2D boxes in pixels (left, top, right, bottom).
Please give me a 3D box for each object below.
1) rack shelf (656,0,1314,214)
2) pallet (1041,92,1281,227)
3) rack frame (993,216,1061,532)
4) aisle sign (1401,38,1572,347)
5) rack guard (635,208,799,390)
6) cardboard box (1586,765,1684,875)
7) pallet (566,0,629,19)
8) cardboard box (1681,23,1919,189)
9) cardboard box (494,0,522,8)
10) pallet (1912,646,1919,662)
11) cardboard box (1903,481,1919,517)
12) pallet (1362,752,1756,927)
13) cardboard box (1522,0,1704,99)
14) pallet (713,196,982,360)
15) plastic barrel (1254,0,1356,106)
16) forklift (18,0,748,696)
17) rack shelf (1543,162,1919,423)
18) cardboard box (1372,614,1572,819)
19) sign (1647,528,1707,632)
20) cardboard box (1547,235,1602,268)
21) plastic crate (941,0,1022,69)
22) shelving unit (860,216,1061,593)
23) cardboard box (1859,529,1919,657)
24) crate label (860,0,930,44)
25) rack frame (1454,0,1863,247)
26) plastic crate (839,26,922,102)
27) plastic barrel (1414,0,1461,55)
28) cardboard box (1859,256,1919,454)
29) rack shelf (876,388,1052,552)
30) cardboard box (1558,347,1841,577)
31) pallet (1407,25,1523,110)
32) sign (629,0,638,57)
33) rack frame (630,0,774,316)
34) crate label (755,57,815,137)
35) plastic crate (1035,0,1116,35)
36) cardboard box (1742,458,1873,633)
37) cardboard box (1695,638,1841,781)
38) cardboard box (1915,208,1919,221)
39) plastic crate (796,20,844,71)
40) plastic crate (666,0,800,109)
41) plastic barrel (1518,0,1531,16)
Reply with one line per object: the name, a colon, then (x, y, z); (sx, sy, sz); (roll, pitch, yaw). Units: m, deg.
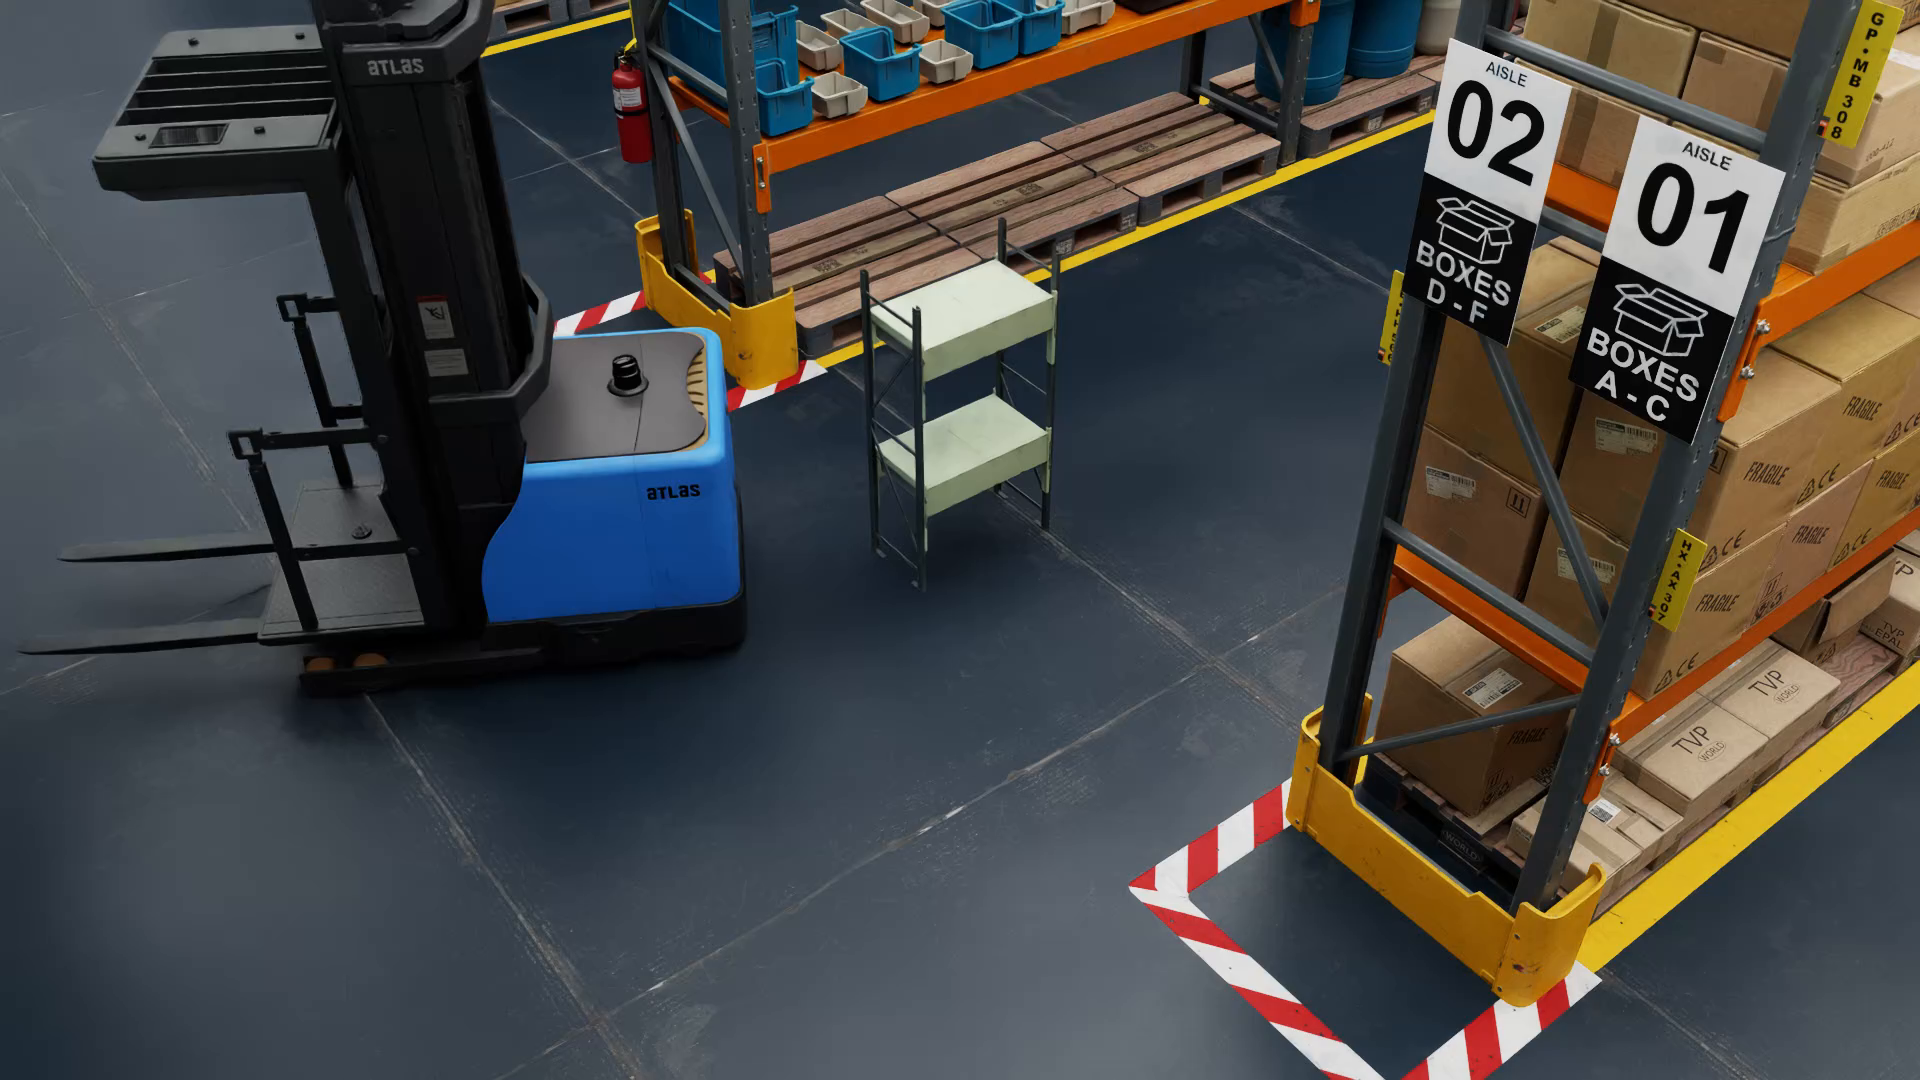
rack shelf: (0.260, -2.810, 9.512); (4.000, 0.370, 1.077); (-26, 46, -28)
pallet: (1.286, -2.480, 10.740); (1.213, 0.211, 1.003); (-26, 46, -28)
rack frame: (0.295, -0.724, 7.583); (0.023, 1.500, 0.400); (-26, 46, -28)
aisle sign: (1.448, -0.956, 4.634); (0.004, 0.787, 0.394); (-26, 46, -28)
rack guard: (-1.337, -1.333, 9.115); (0.348, 0.500, 1.175); (-26, 46, -28)
cardboard box: (2.429, 1.016, 6.166); (0.250, 0.166, 0.380); (-26, 46, -28)
pallet: (-2.791, -4.546, 13.258); (1.213, 0.211, 1.003); (-26, 46, -28)
cardboard box: (2.255, -1.186, 4.323); (0.500, 0.250, 0.500); (-26, 46, -28)
cardboard box: (-3.886, -4.435, 12.269); (0.875, 0.875, 0.875); (-26, 46, -28)
pallet: (4.316, -0.026, 7.749); (1.213, 0.211, 1.003); (-26, 46, -28)
cardboard box: (3.405, -0.488, 6.034); (0.500, 0.500, 0.500); (-25, 46, -28)
pallet: (2.381, 0.917, 6.599); (1.213, 0.211, 1.003); (-26, 46, -28)
cardboard box: (1.941, -1.445, 4.639); (0.500, 0.250, 0.500); (-26, 46, -28)
pallet: (-0.649, -1.537, 9.590); (1.213, 0.211, 1.003); (-26, 46, -28)
plastic barrel: (2.287, -3.414, 11.004); (0.708, 0.901, 0.600); (-26, 46, -28)
forklift: (-2.488, -0.829, 6.583); (3.031, 2.935, 1.130); (-5, 40, -6)
rack shelf: (3.275, -1.478, 5.522); (4.000, 0.370, 1.077); (-26, 46, -28)
cardboard box: (1.970, 0.639, 6.363); (0.500, 0.500, 0.500); (-26, 46, -28)
sign: (2.020, 0.115, 4.696); (0.005, 0.325, 0.100); (-26, 46, -28)
cardboard box: (2.275, -0.754, 5.571); (0.500, 0.500, 0.500); (-25, 45, -27)
plastic crate: (0.114, -2.713, 8.910); (0.300, 0.233, 0.416); (-26, 46, -28)
shelving unit: (0.005, -0.582, 7.411); (0.755, 1.500, 0.431); (-26, 46, -28)
cardboard box: (3.987, 0.153, 7.105); (0.500, 0.311, 0.500); (-26, 46, -28)
crate label: (-0.345, -2.868, 9.175); (0.243, 0.136, 0.396); (-26, 46, -28)
rack frame: (1.689, -2.143, 3.400); (0.127, 3.000, 1.000); (-26, 46, -28)
plastic crate: (-0.408, -2.458, 8.600); (0.300, 0.233, 0.416); (-26, 46, -28)
plastic barrel: (3.351, -3.711, 11.672); (0.421, 0.512, 0.421); (0, 39, 0)
cardboard box: (3.011, -0.684, 5.485); (0.500, 0.500, 0.500); (-25, 46, -28)
rack shelf: (0.005, -0.330, 7.618); (0.720, 0.370, 0.431); (-26, 46, -28)
cardboard box: (2.202, -0.287, 5.002); (0.500, 0.500, 0.500); (-25, 45, -27)
pallet: (3.451, -3.535, 12.026); (1.213, 0.211, 1.003); (-26, 46, -28)
sign: (-1.674, -2.649, 8.619); (0.005, 0.325, 0.100); (-26, 46, -28)
rack frame: (-1.326, -2.316, 8.341); (0.127, 3.000, 1.000); (-26, 46, -28)
crate label: (-0.930, -2.204, 8.290); (0.303, 0.233, 0.416); (-26, 46, -28)
plastic crate: (0.648, -2.959, 9.286); (0.466, 0.136, 0.293); (-26, 46, -28)
cardboard box: (2.608, -0.103, 5.565); (0.500, 0.500, 0.500); (-26, 46, -28)
cardboard box: (3.086, 0.616, 6.589); (0.500, 0.250, 0.500); (-26, 46, -28)
cardboard box: (2.656, -1.182, 4.713); (0.500, 0.250, 0.500); (-26, 46, -28)
plastic crate: (-0.790, -2.643, 8.901); (0.243, 0.136, 0.396); (-26, 46, -28)
plastic crate: (-1.174, -2.576, 8.583); (0.499, 0.435, 0.616); (-26, 46, -28)
plastic barrel: (4.246, -4.147, 12.204); (0.421, 0.512, 0.421); (0, 39, 0)
